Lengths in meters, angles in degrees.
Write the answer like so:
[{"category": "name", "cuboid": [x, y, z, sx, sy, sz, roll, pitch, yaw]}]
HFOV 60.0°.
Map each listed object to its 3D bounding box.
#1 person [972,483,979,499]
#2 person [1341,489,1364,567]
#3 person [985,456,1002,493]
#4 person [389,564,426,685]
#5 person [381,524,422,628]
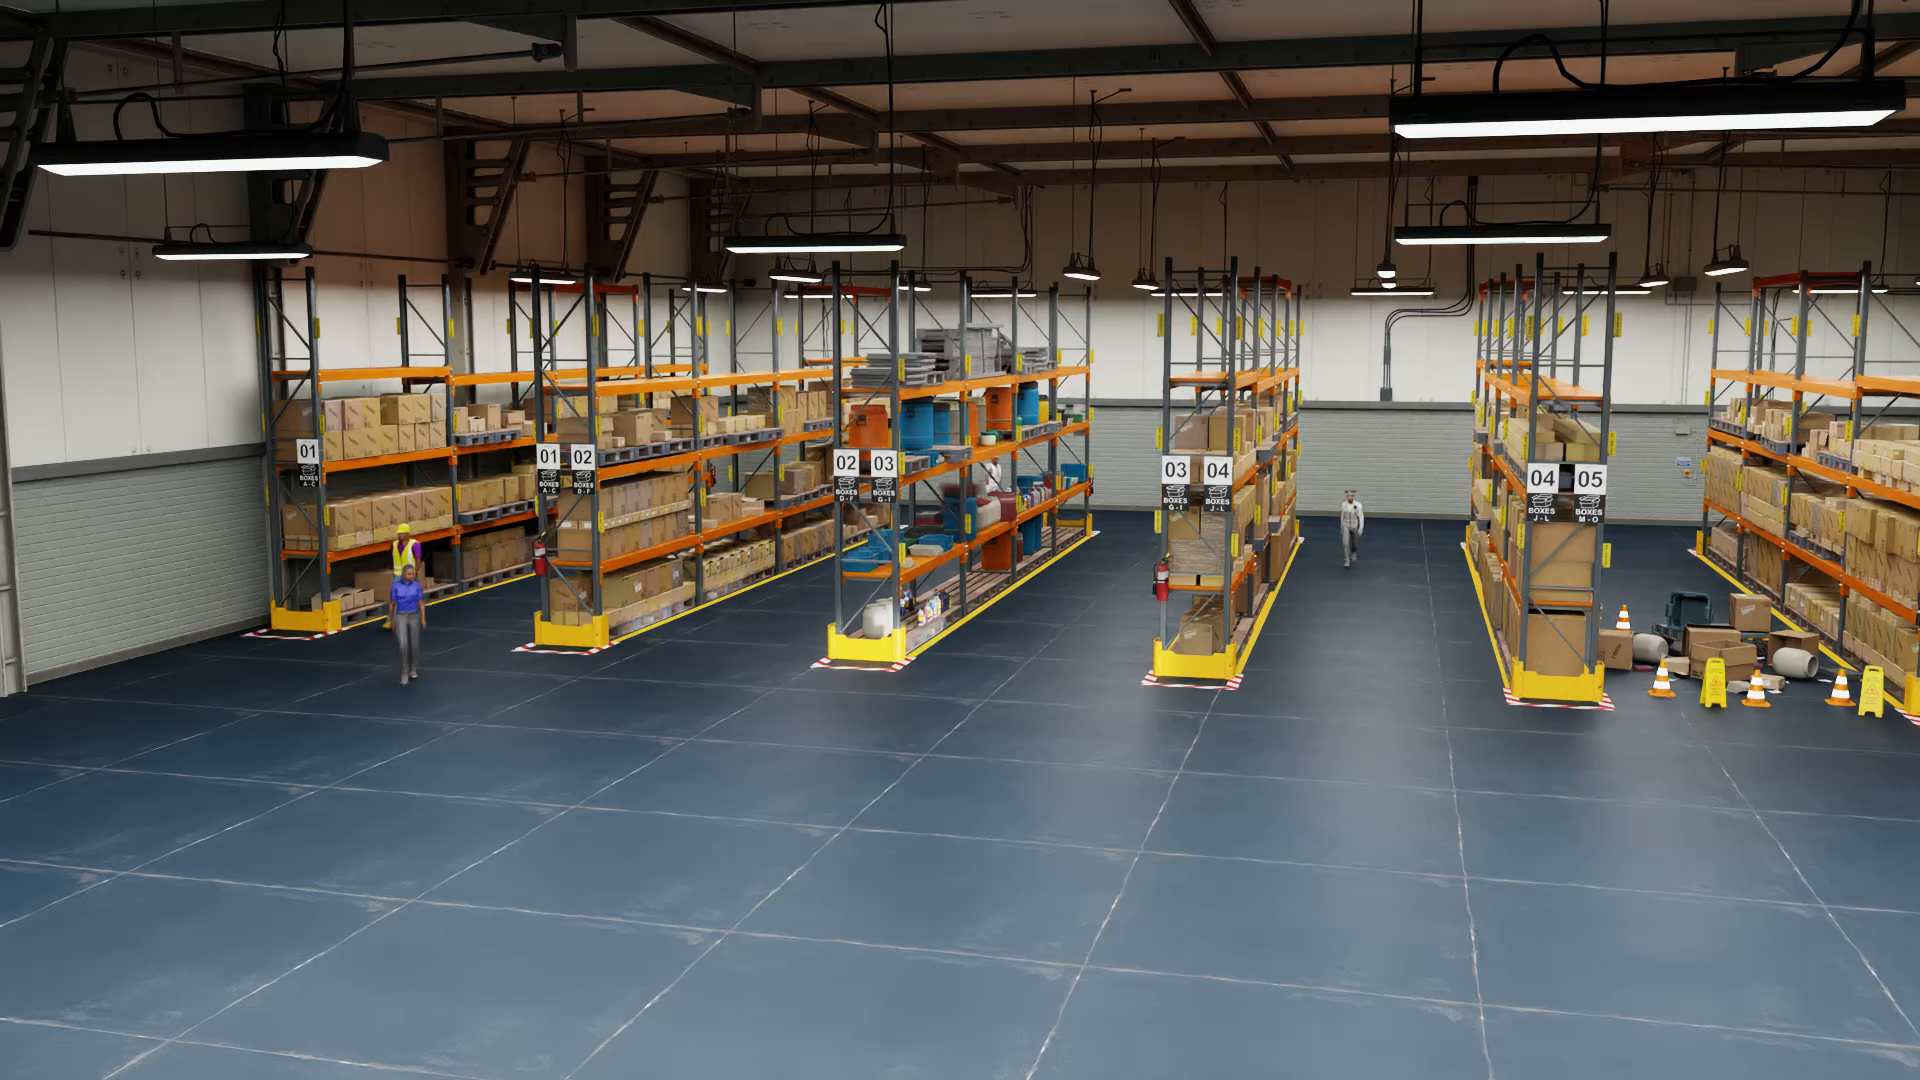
[{"category": "person", "cuboid": [0.268, -0.525, 37.334, 0.411, 1.551, 0.869, 4, 8, 30]}, {"category": "person", "cuboid": [8.298, -0.280, 35.188, 0.476, 1.627, 0.871, 1, 7, 12]}, {"category": "person", "cuboid": [0.859, -1.380, 43.206, 0.431, 1.782, 0.582, 2, 8, 16]}, {"category": "person", "cuboid": [-7.863, 1.210, 23.748, 0.470, 1.698, 0.576, -4, 8, -31]}, {"category": "person", "cuboid": [-9.347, 0.585, 27.950, 0.584, 1.709, 0.989, 0, 7, 2]}]
